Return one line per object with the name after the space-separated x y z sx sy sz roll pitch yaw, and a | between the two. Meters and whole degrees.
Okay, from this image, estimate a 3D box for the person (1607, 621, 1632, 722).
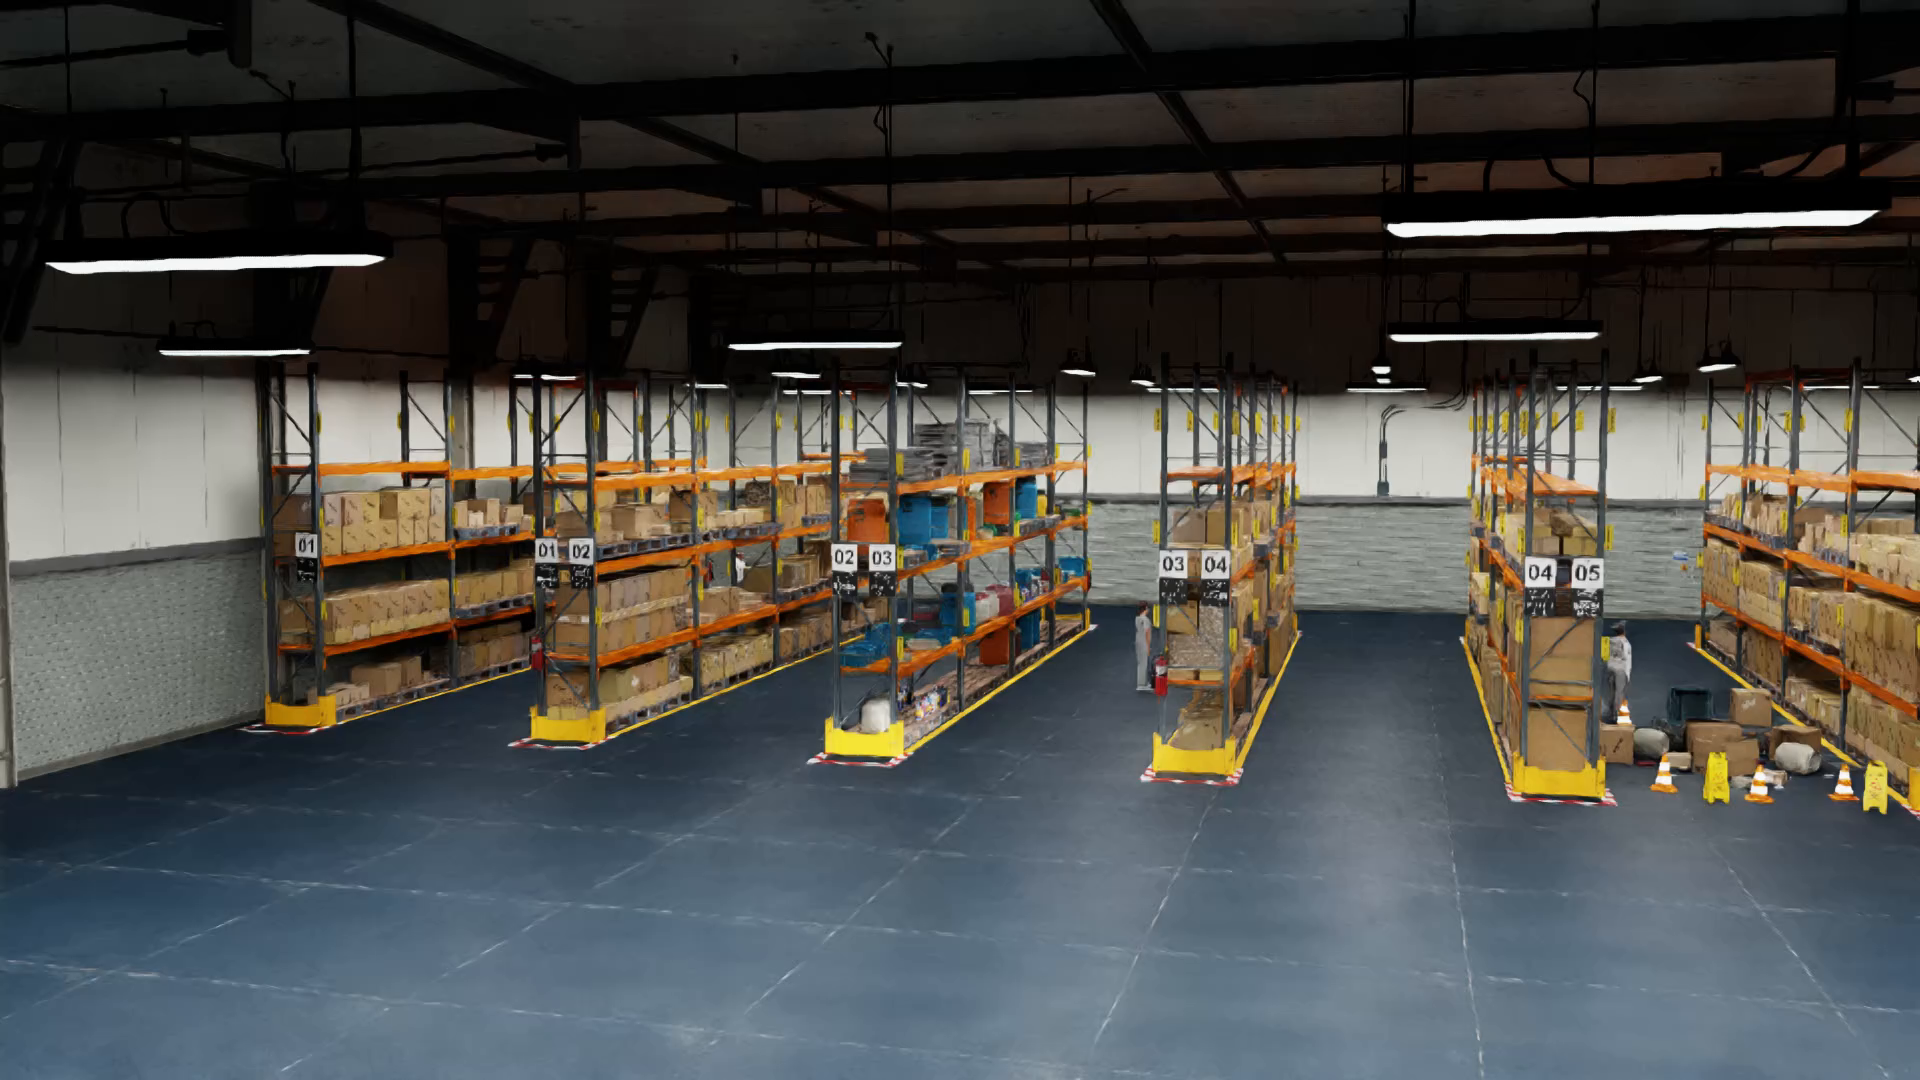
11.060 2.197 27.830 0.416 1.676 0.537 -1 4 -16 | person

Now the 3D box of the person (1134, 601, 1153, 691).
3.465 1.966 31.091 0.441 1.675 0.496 -1 4 -16 | person

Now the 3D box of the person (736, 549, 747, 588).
-5.757 1.072 43.849 0.687 1.674 0.523 -4 5 -42 | person
